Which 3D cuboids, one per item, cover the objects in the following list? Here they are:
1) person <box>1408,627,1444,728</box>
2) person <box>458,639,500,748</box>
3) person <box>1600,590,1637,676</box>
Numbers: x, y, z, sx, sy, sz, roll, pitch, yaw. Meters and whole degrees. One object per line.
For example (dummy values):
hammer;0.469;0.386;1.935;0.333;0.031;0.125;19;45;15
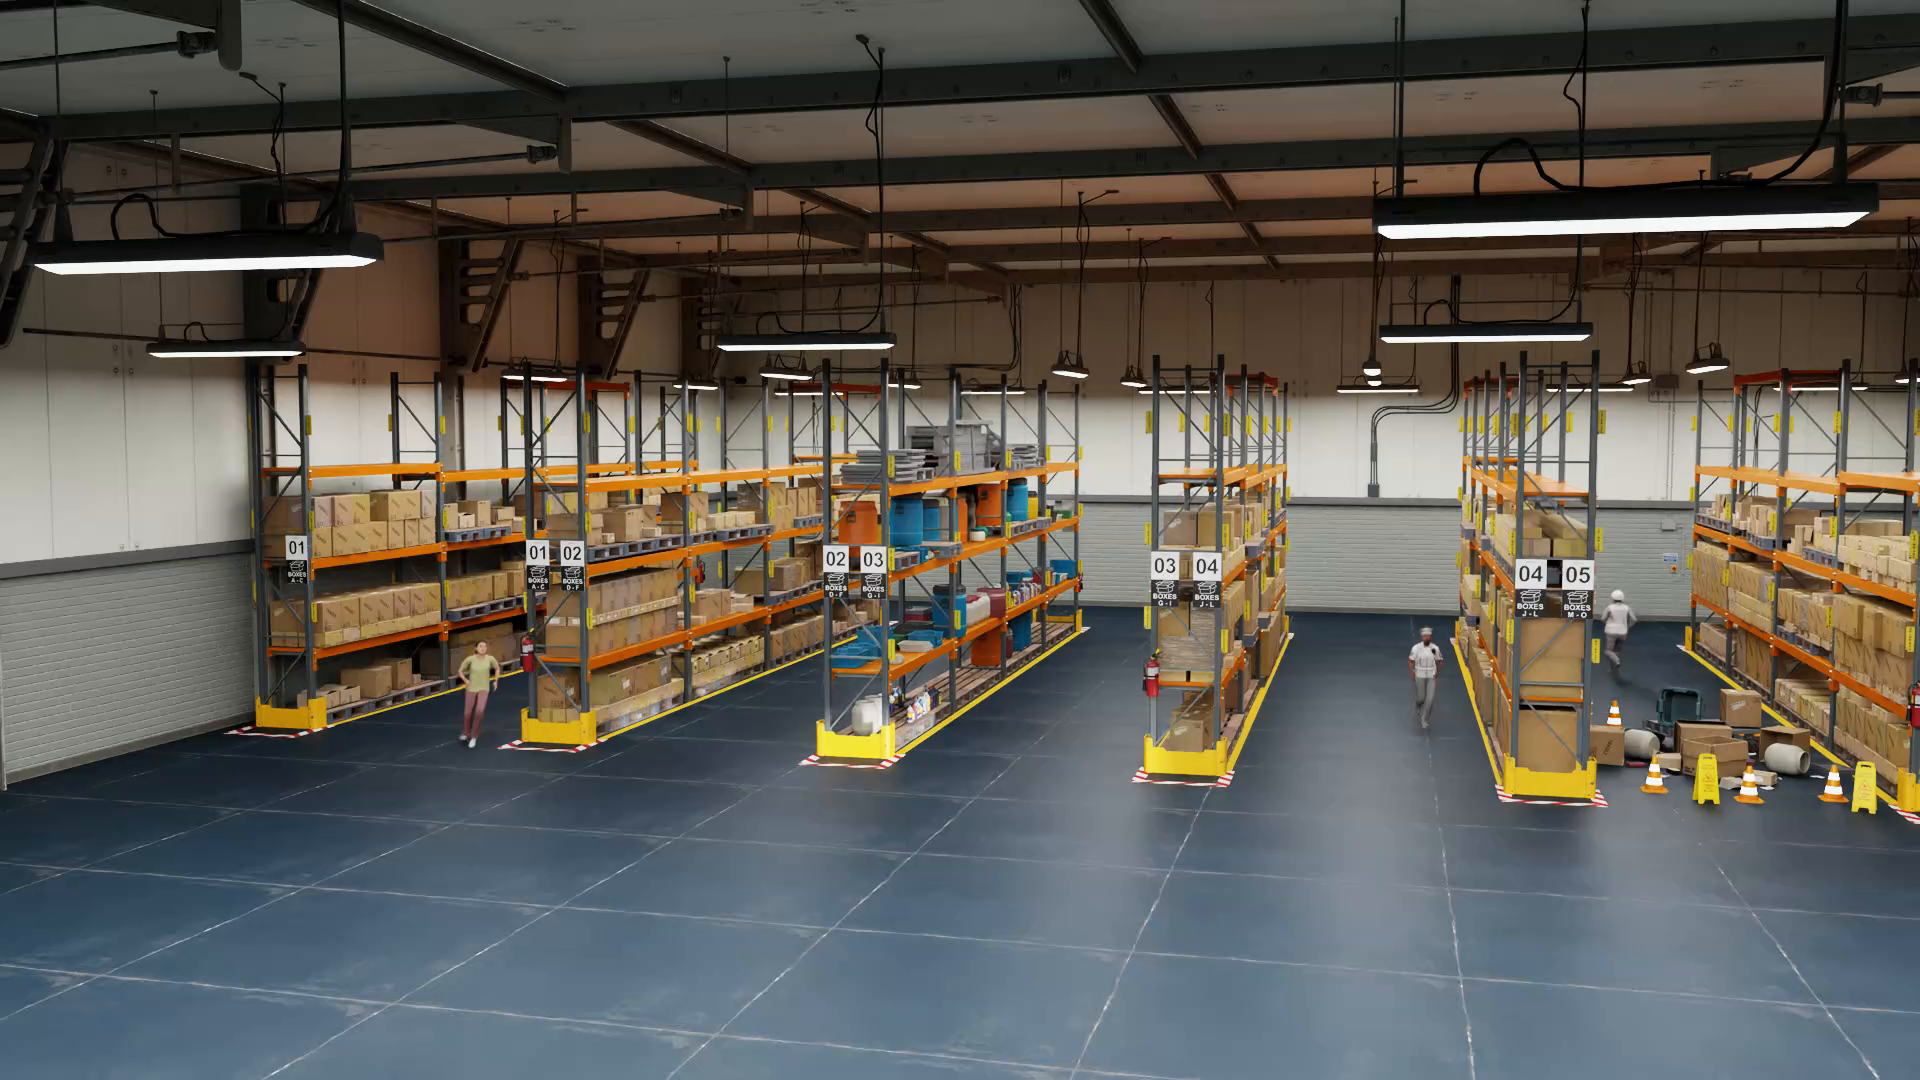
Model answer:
person;7.766;2.276;27.731;0.582;1.665;0.578;1;4;8
person;-7.552;2.395;26.103;0.640;1.656;0.694;-1;4;-14
person;13.059;1.856;33.056;0.669;1.740;0.812;0;4;0
